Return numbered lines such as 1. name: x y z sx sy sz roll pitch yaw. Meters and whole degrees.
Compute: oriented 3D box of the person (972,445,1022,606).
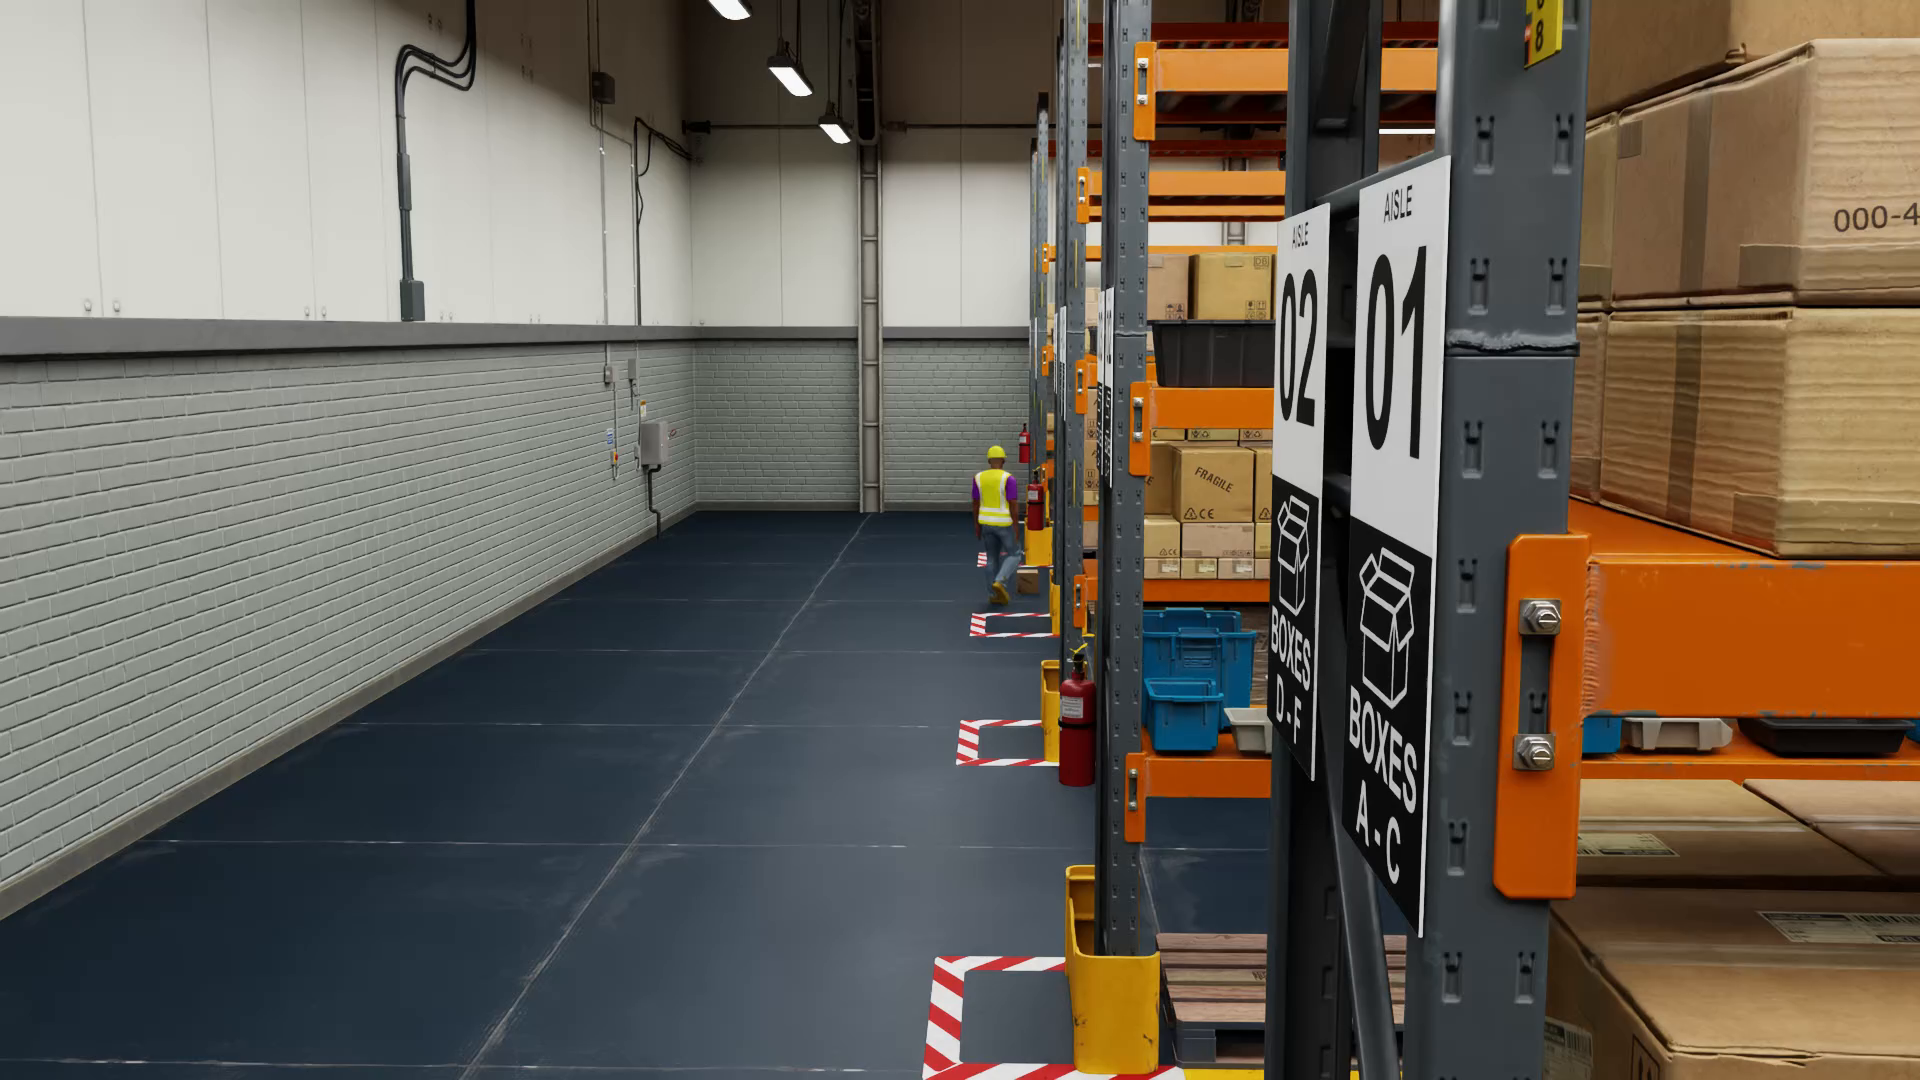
1. person: 0.415 -0.168 18.454 0.590 1.767 0.581 4 8 29
